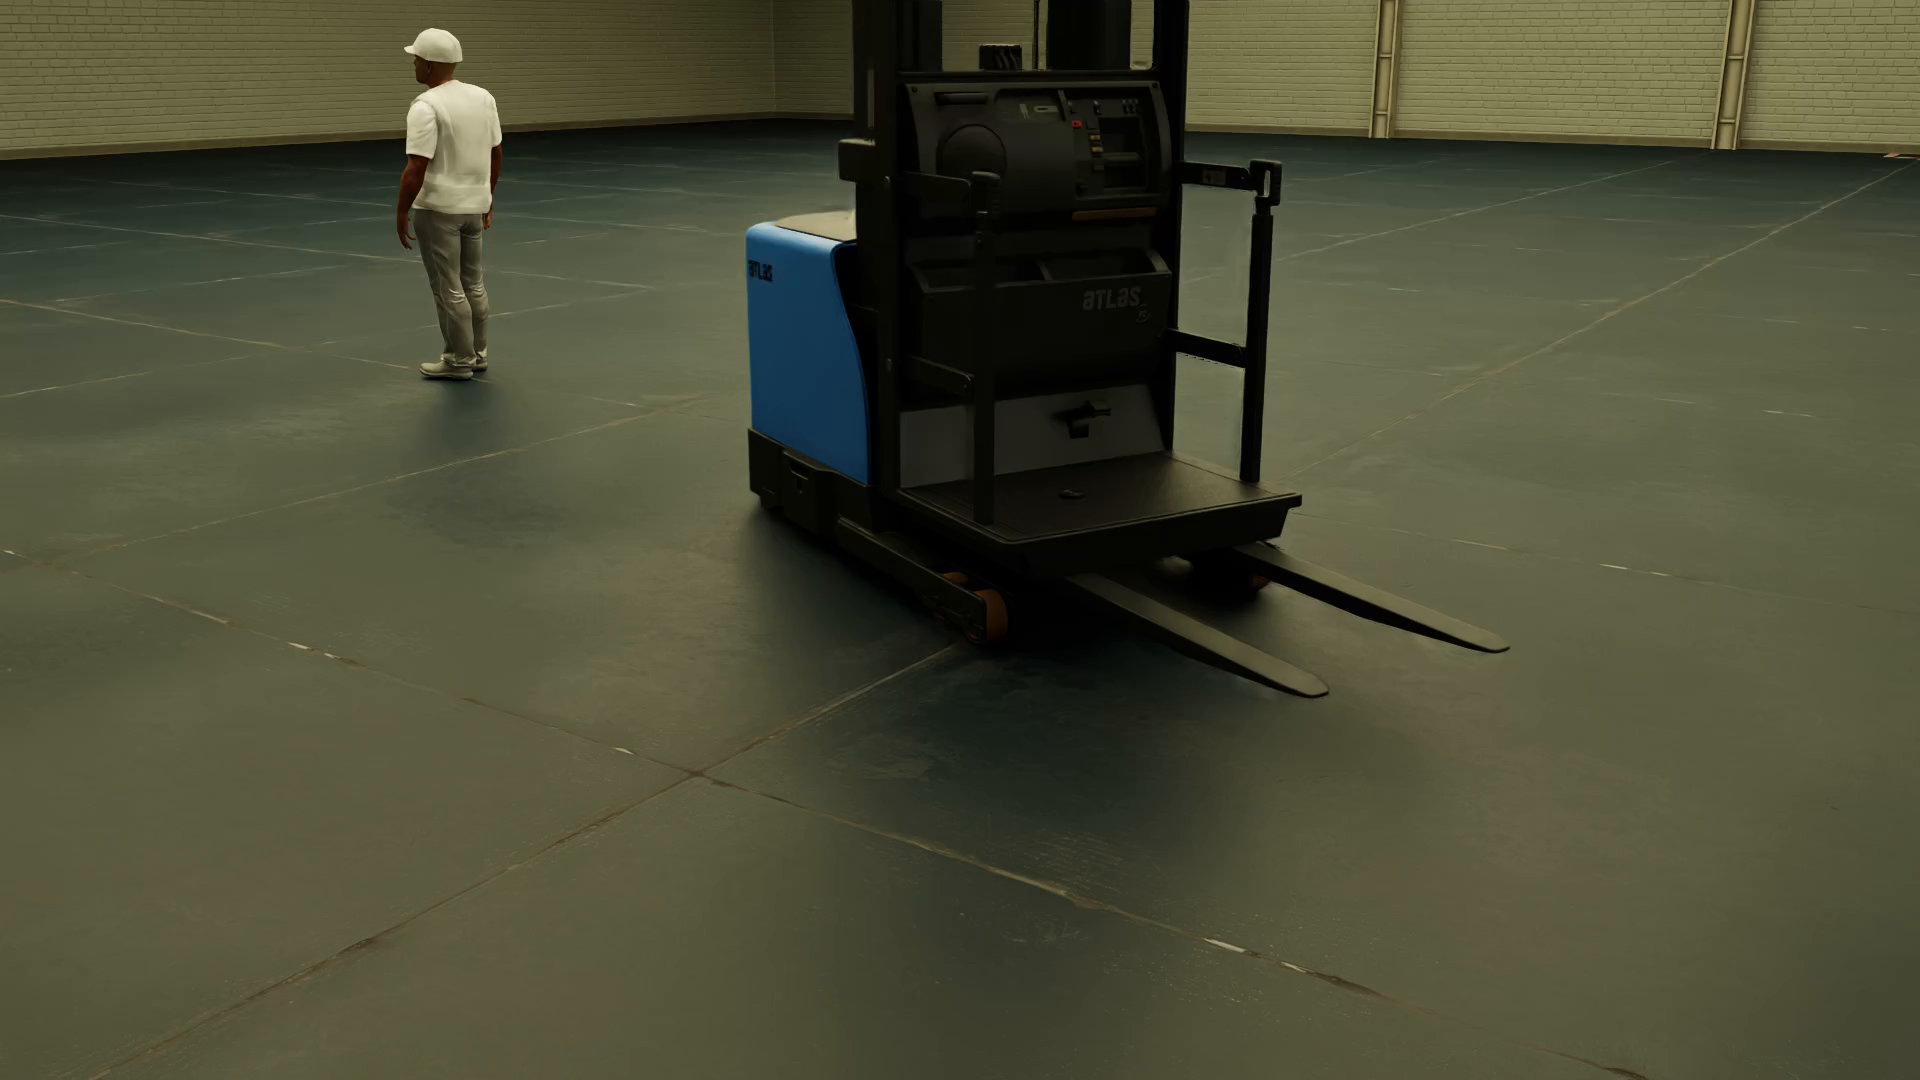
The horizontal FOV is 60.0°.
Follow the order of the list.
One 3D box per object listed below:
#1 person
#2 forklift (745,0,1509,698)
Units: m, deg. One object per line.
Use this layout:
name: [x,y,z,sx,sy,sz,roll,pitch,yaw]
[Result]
person: [-2.687,-1.718,8.585,0.576,1.766,0.665,8,19,26]
forklift: [0.365,-1.244,4.994,1.130,2.935,3.031,-9,19,-28]
